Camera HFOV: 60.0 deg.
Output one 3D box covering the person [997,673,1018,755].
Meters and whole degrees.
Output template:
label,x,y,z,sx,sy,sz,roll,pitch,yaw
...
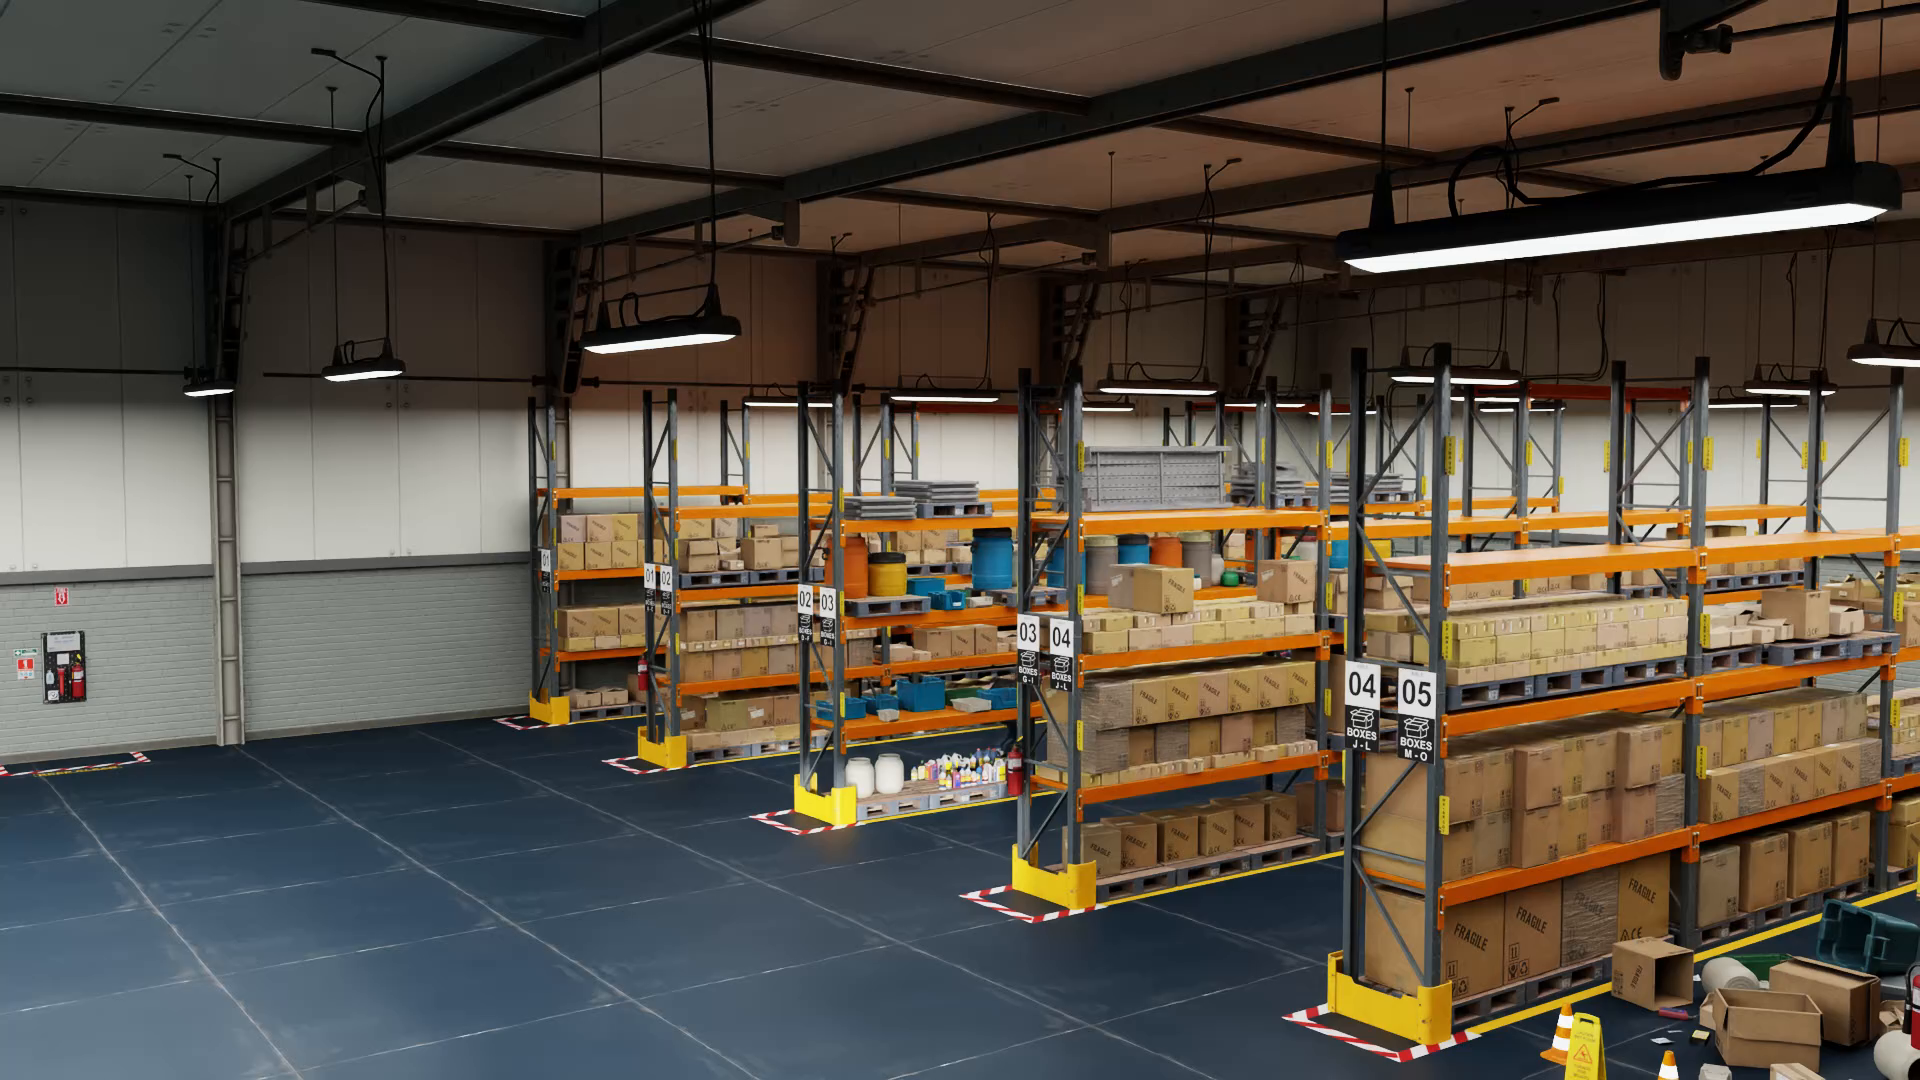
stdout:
label,x,y,z,sx,sy,sz,roll,pitch,yaw
person,0.872,2.844,26.710,0.743,1.498,0.488,-2,4,-33
